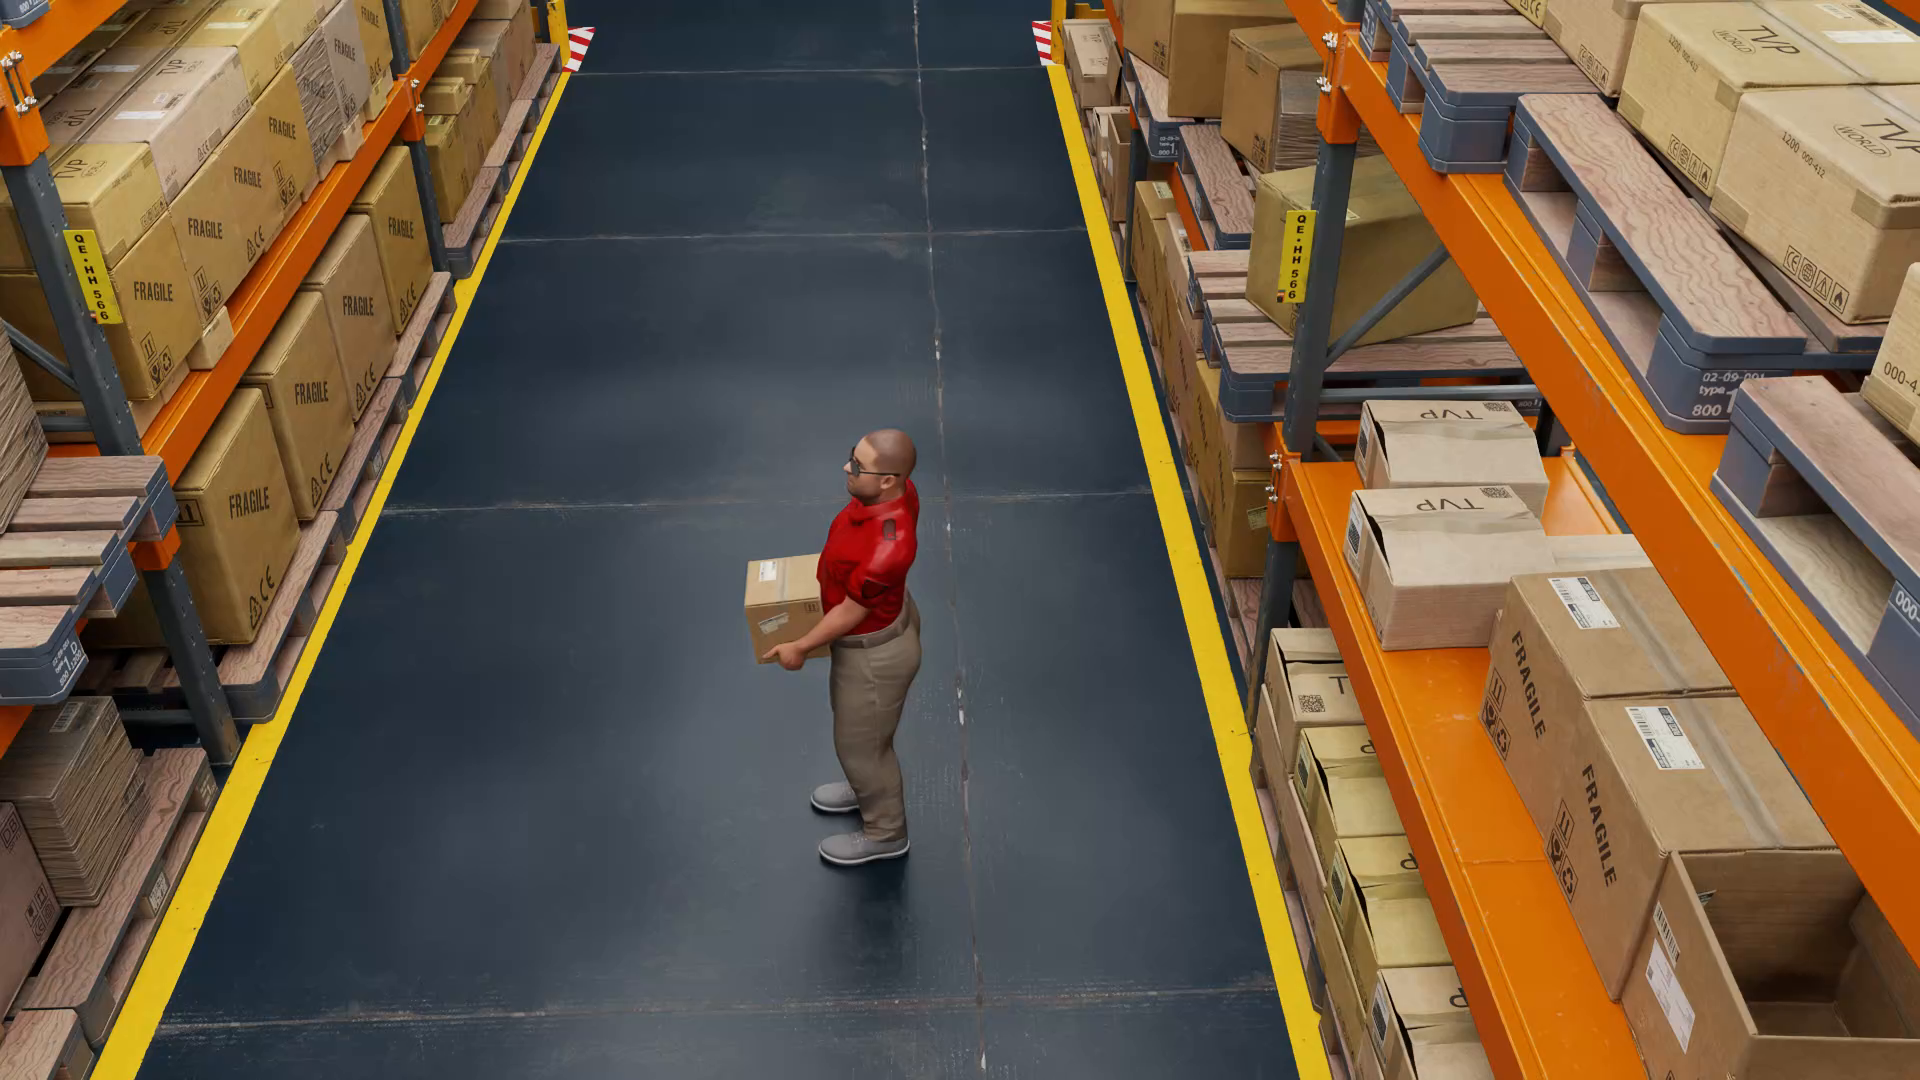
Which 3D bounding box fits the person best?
[{"bbox_3d":[-0.393,0.365,5.648,0.530,1.712,0.493,-2,35,-2],"label":"person"}]
